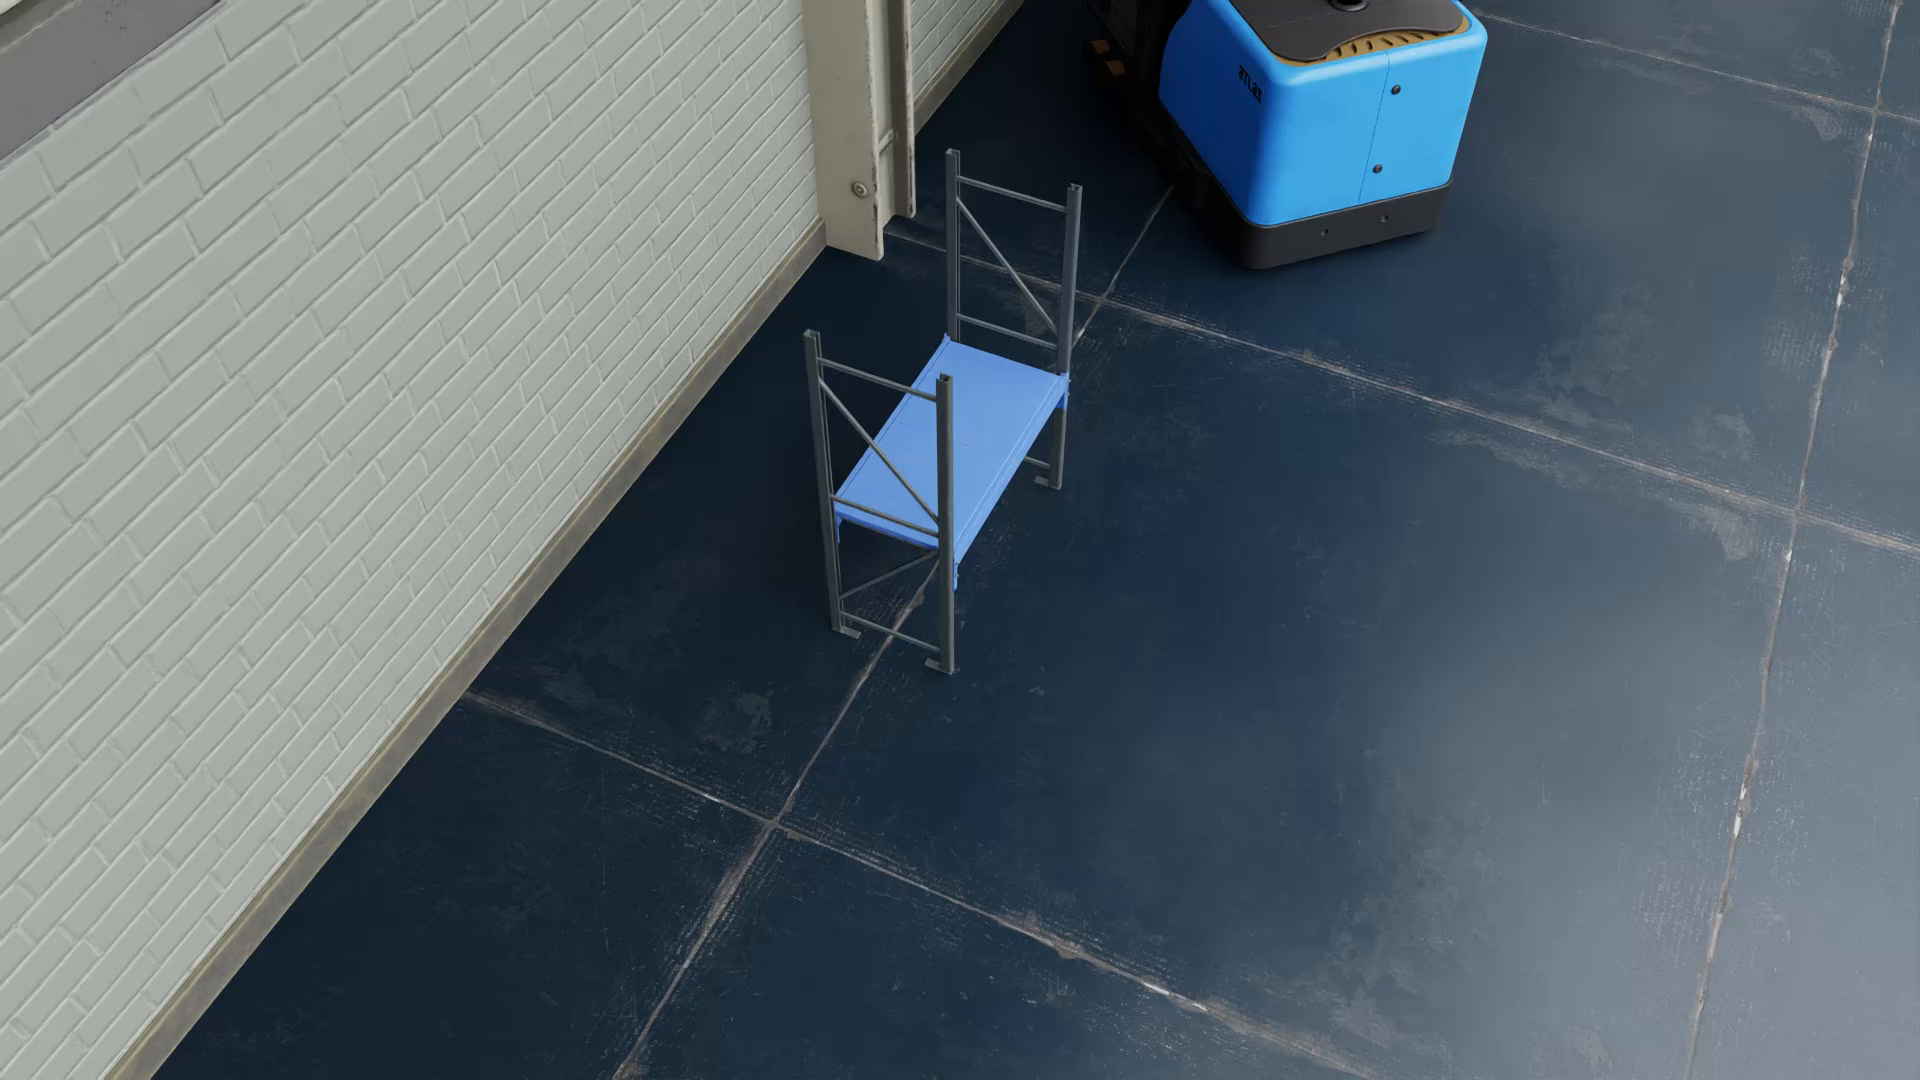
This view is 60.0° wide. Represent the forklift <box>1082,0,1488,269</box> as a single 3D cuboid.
[{"bbox_3d":[1.280,-3.323,7.468,1.130,2.935,3.031,-15,51,-12],"label":"forklift"}]

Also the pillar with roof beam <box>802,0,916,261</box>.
[{"bbox_3d":[3.463,-2.987,3.198,9.100,9.000,0.400,20,52,16],"label":"pillar with roof beam"}]

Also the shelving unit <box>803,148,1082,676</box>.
[{"bbox_3d":[-0.036,-0.427,5.944,0.538,1.500,1.048,20,52,16],"label":"shelving unit"}]

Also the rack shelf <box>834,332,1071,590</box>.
[{"bbox_3d":[-0.036,-0.311,6.081,0.538,0.185,1.000,20,52,16],"label":"rack shelf"}]

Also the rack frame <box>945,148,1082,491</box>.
[{"bbox_3d":[0.181,-0.777,6.242,0.500,1.500,0.032,20,52,16],"label":"rack frame"}]

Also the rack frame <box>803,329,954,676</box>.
[{"bbox_3d":[-0.254,-0.077,5.646,0.500,1.500,0.032,20,52,16],"label":"rack frame"}]
